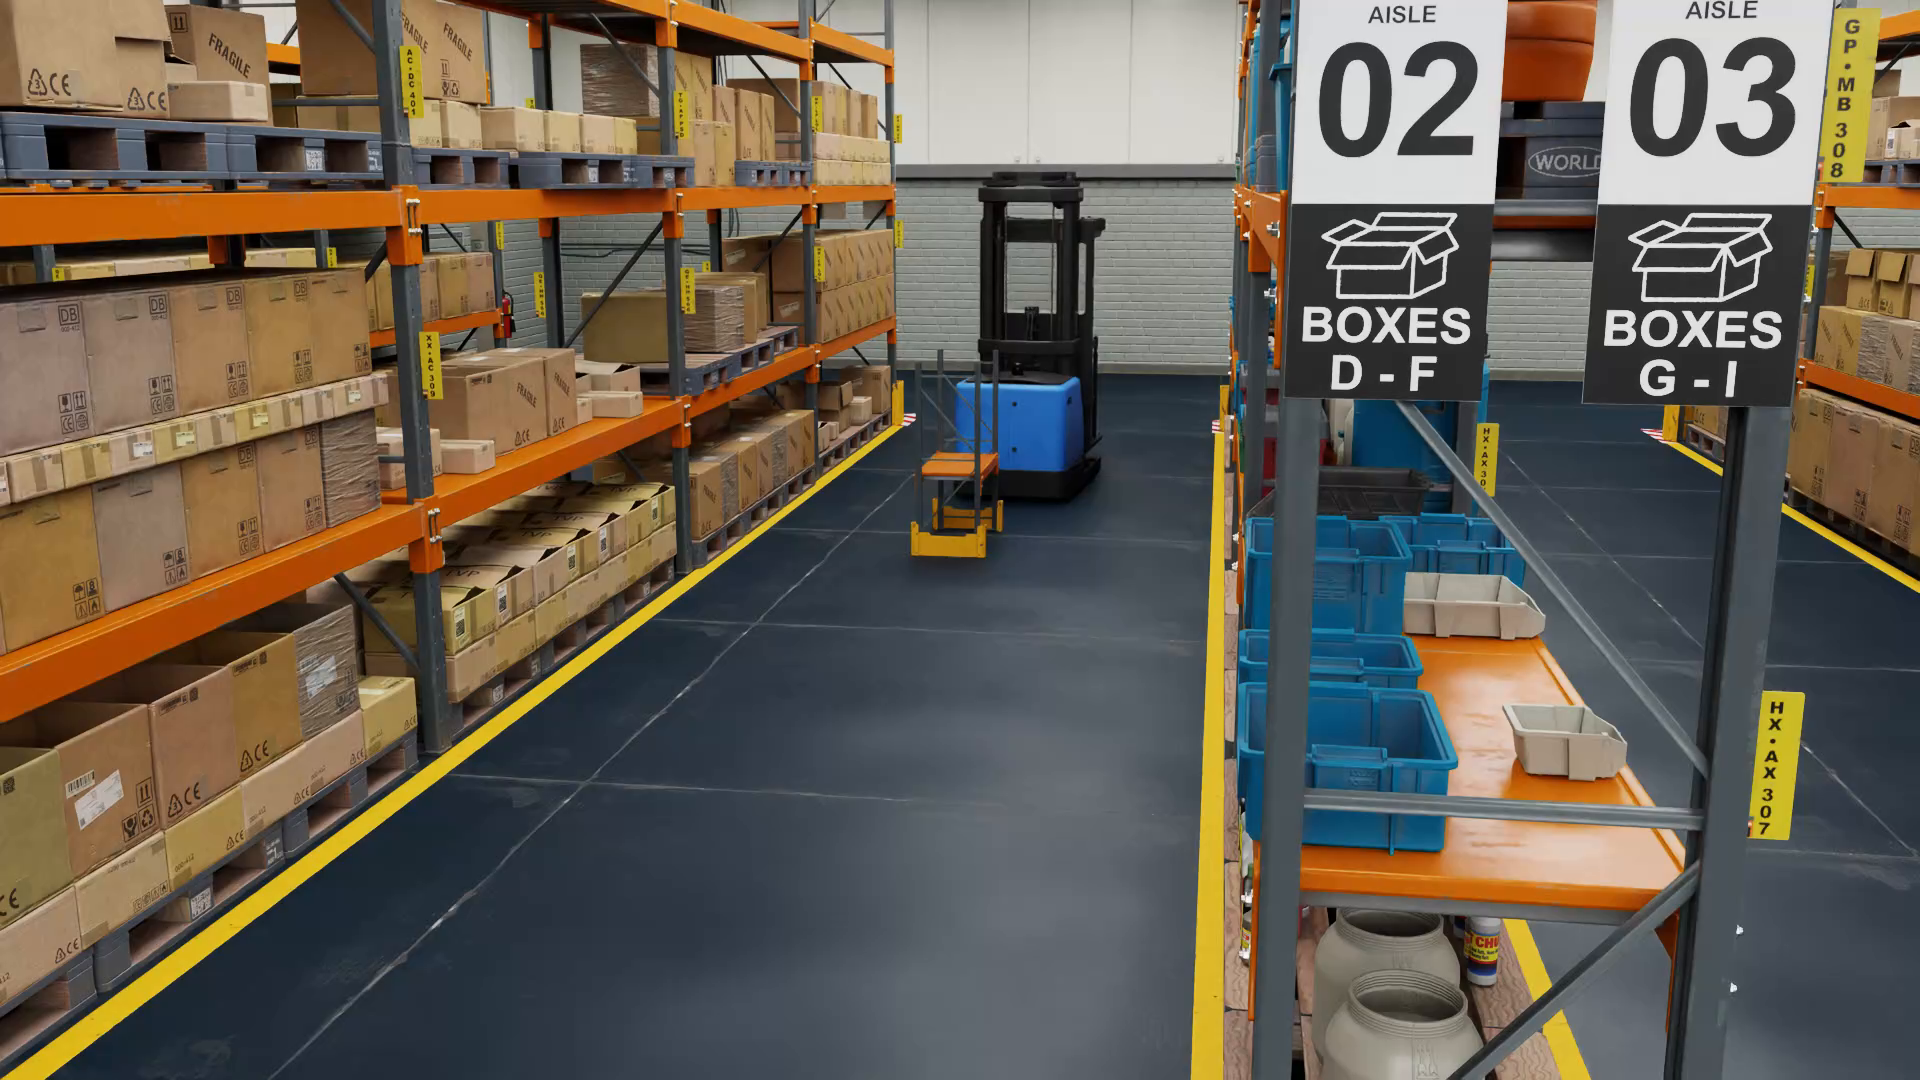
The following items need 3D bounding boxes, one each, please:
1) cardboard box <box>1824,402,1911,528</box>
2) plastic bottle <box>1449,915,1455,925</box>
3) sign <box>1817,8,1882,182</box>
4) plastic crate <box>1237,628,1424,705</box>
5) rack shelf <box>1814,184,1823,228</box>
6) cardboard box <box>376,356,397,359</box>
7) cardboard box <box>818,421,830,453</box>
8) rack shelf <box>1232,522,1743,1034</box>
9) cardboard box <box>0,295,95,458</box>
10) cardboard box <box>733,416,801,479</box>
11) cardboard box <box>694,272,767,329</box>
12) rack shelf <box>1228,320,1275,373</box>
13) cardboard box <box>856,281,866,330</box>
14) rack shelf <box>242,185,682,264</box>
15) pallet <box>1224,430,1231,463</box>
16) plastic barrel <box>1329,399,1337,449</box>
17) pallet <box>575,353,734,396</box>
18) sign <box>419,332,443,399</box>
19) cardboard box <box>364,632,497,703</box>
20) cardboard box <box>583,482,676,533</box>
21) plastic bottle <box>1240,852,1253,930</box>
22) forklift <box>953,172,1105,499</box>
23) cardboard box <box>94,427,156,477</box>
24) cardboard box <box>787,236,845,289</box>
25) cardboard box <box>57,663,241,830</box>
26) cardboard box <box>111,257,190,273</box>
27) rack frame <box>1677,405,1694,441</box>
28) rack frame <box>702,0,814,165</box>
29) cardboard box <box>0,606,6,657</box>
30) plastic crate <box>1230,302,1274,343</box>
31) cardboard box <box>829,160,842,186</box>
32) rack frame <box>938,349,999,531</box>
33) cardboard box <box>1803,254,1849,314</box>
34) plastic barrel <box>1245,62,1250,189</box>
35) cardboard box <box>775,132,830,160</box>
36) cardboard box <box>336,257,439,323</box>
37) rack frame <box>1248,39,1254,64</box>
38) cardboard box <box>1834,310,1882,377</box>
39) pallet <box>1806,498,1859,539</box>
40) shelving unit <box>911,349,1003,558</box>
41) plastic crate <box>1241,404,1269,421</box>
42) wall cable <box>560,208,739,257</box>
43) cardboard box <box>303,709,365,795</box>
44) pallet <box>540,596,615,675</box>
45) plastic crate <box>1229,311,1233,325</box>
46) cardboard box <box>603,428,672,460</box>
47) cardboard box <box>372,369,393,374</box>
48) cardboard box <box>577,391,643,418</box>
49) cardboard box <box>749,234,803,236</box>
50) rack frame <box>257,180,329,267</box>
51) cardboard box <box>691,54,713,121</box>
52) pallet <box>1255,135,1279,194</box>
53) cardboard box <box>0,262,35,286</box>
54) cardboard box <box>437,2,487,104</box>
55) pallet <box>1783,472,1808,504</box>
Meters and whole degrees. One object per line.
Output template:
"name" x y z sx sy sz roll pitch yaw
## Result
"cardboard box" 7.692 -0.591 13.164 1.225 0.875 0.875 1 12 7
"plastic bottle" 1.823 1.252 5.996 0.097 0.271 0.097 0 12 0
"sign" 1.711 -0.859 3.219 0.100 0.325 0.005 2 12 9
"plastic crate" 1.055 0.417 4.793 0.499 0.251 0.408 2 12 9
"rack shelf" 8.215 -3.276 16.160 1.077 0.370 4.000 2 12 9
"cardboard box" -6.502 -2.032 19.200 0.380 0.149 0.250 2 12 9
"cardboard box" -1.602 -1.047 16.572 0.500 0.311 0.500 2 12 9
"rack shelf" 1.476 0.528 5.630 1.077 0.370 4.000 2 12 9
"cardboard box" -3.481 -0.574 5.719 0.700 0.500 0.500 2 12 9
"cardboard box" -1.757 -0.845 15.183 0.500 0.500 0.500 2 12 9
"cardboard box" -2.174 -2.229 15.483 0.700 0.500 0.500 -2 12 -10
"rack shelf" 3.321 -1.970 17.221 1.077 0.370 4.000 2 12 9
"cardboard box" -1.301 -2.529 17.872 0.500 0.500 0.500 2 12 8
"rack shelf" -2.803 -1.932 9.926 1.077 0.370 4.000 2 12 9
"pallet" 3.274 -0.951 17.405 1.003 0.211 1.213 2 12 9
"plastic barrel" 2.326 -0.741 9.490 0.433 0.535 0.433 0 12 0
"pallet" -2.461 -1.283 12.784 1.213 0.211 1.003 2 12 9
"sign" -2.562 -0.845 8.053 0.100 0.325 0.005 2 12 9
"cardboard box" -2.804 0.662 8.832 0.500 0.250 0.500 2 12 7
"cardboard box" -2.333 -0.252 11.742 0.500 0.311 0.500 2 12 10
"plastic bottle" 1.083 1.261 5.942 0.152 0.276 0.135 2 12 9
"forklift" 0.788 -2.068 16.131 1.130 2.935 3.031 3 13 13
"cardboard box" -3.215 -0.329 6.123 0.380 0.149 0.250 2 12 9
"cardboard box" -1.451 -2.800 16.757 0.500 0.500 0.500 1 12 7
"cardboard box" -3.190 0.787 6.470 0.500 0.500 0.500 2 12 9
"cardboard box" -6.911 -2.266 14.119 0.500 0.250 0.500 2 12 9
"rack frame" 8.523 -2.577 18.333 1.000 3.000 0.127 2 12 9
"rack frame" -1.880 -4.999 15.330 1.000 3.000 0.127 2 12 9
"cardboard box" -3.565 0.176 5.317 0.700 0.500 0.500 2 12 10
"plastic crate" 2.748 -2.035 15.711 0.392 0.384 0.575 2 12 9
"cardboard box" -1.480 -3.657 16.576 0.500 0.250 0.500 2 12 9
"rack frame" 0.065 -0.821 13.744 0.500 1.500 0.032 2 12 9
"cardboard box" 7.714 -2.288 14.859 0.500 0.500 0.500 2 12 10
"plastic barrel" 1.957 -2.449 9.596 0.600 0.830 0.708 2 12 9
"cardboard box" -1.560 -3.797 16.041 0.500 0.250 0.500 2 12 9
"cardboard box" -6.456 -2.789 18.601 0.980 0.700 0.700 1 12 6
"rack frame" 2.398 -4.005 10.718 1.000 3.000 0.127 2 12 9
"cardboard box" 7.513 -1.601 13.566 0.500 0.500 0.500 2 12 9
"pallet" 7.863 -0.218 14.006 1.003 0.211 1.213 2 12 9
"shelving unit" -0.012 -0.717 13.262 0.587 1.500 1.083 2 12 9
"plastic crate" 1.646 -0.472 8.600 0.392 0.384 0.575 2 12 9
"wall cable" -4.937 -5.639 25.671 3.097 2.526 0.112 2 12 9
"cardboard box" -3.053 0.945 7.518 0.500 0.250 0.500 2 12 9
"pallet" -2.851 0.553 10.428 1.003 0.211 1.213 2 12 9
"plastic crate" 3.030 -2.392 17.957 0.250 0.136 0.298 2 12 9
"cardboard box" -2.579 -0.808 13.230 0.500 0.250 0.500 2 12 11
"cardboard box" -6.326 -1.744 17.864 0.380 0.149 0.250 2 12 11
"cardboard box" -2.361 -0.915 11.214 0.380 0.149 0.250 2 12 9
"cardboard box" -1.904 -2.929 17.355 0.500 0.500 0.500 2 12 9
"rack frame" -6.776 -2.226 16.703 1.000 3.000 0.127 2 12 9
"cardboard box" -2.265 -3.541 13.072 0.500 0.500 0.500 2 12 9
"pallet" 1.769 -1.460 6.478 1.213 0.211 1.003 2 12 9
"cardboard box" -7.577 -2.067 13.193 0.500 0.250 0.500 2 12 10
"cardboard box" -2.912 -2.612 8.954 0.500 0.500 0.500 3 13 14
"pallet" 8.102 -0.537 15.485 1.003 0.211 1.213 2 12 9
